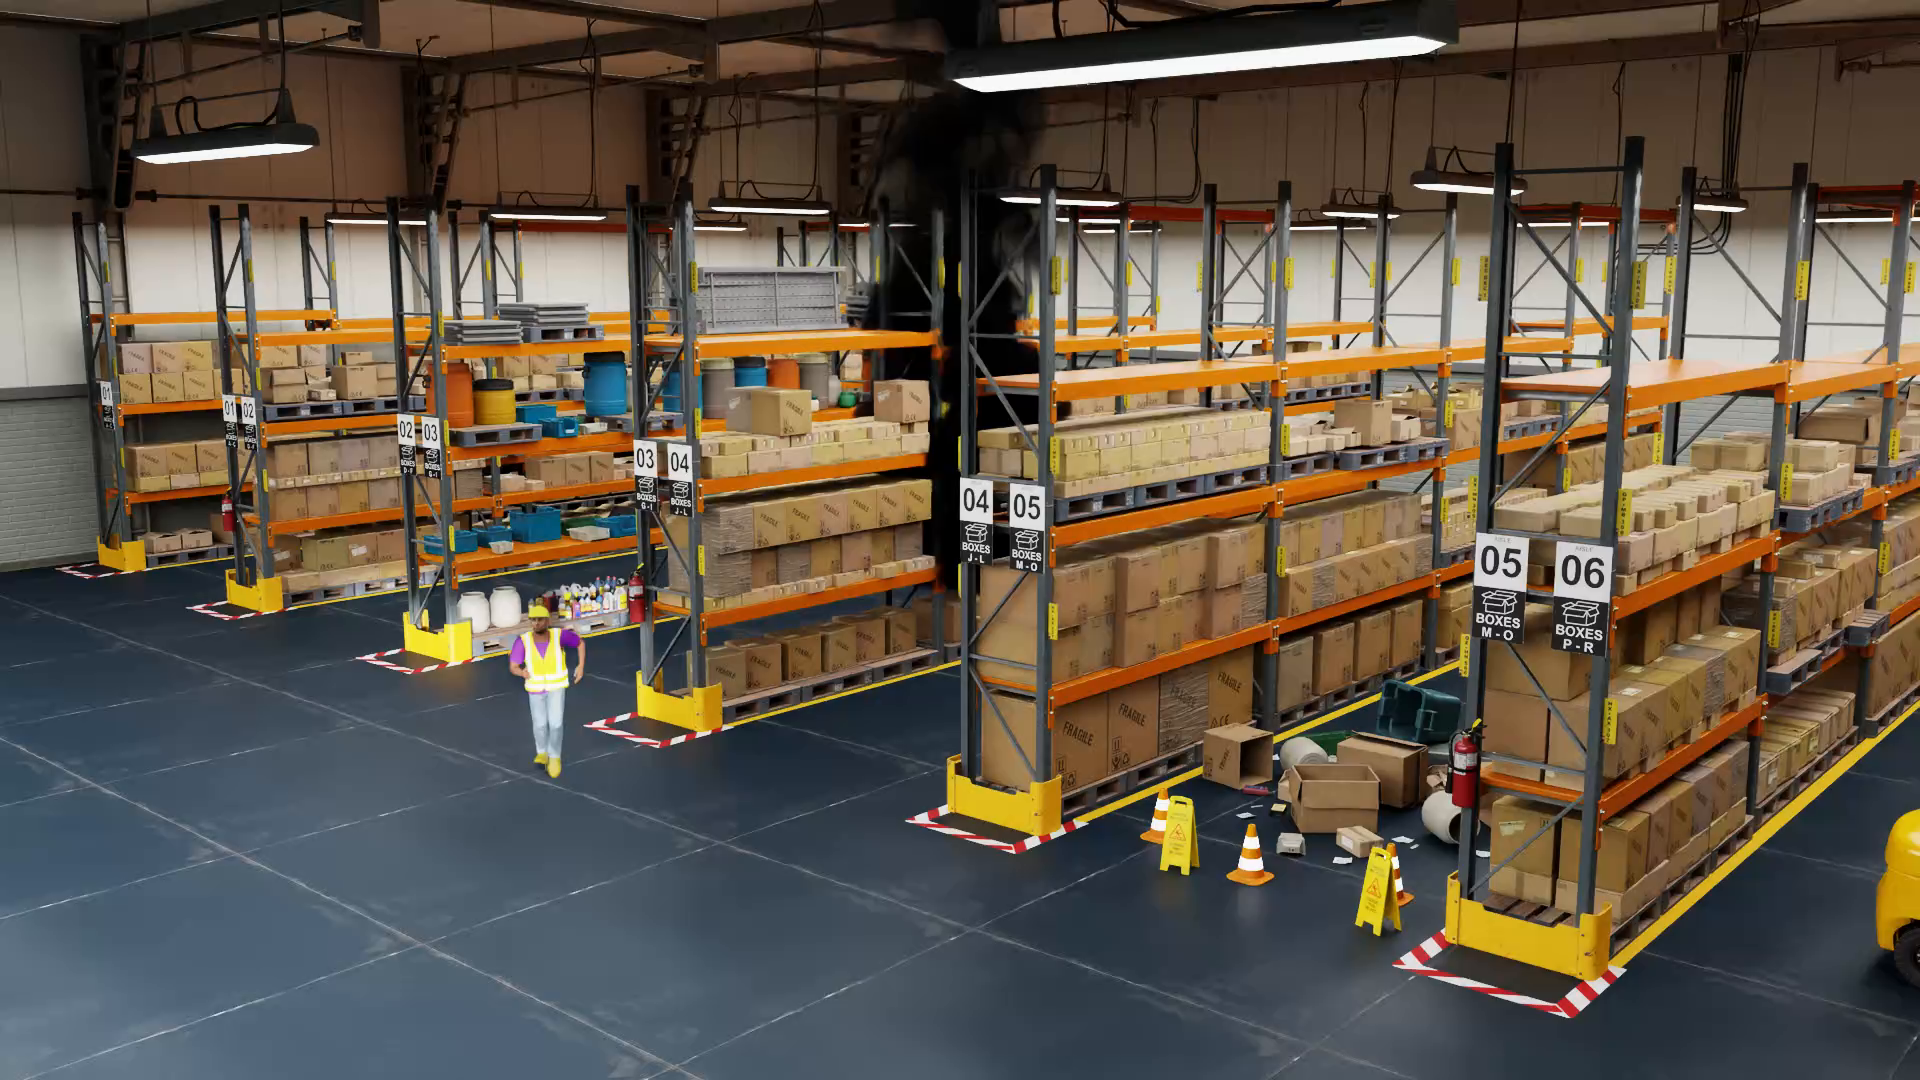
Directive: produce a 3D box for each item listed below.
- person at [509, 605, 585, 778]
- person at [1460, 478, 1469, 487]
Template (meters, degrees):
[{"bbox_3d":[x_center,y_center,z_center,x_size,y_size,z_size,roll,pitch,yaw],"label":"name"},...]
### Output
[{"bbox_3d":[-4.173,1.520,16.840,0.717,1.767,0.862,-1,10,-6],"label":"person"},{"bbox_3d":[8.178,-0.147,27.005,0.552,1.739,0.790,8,12,40],"label":"person"}]
